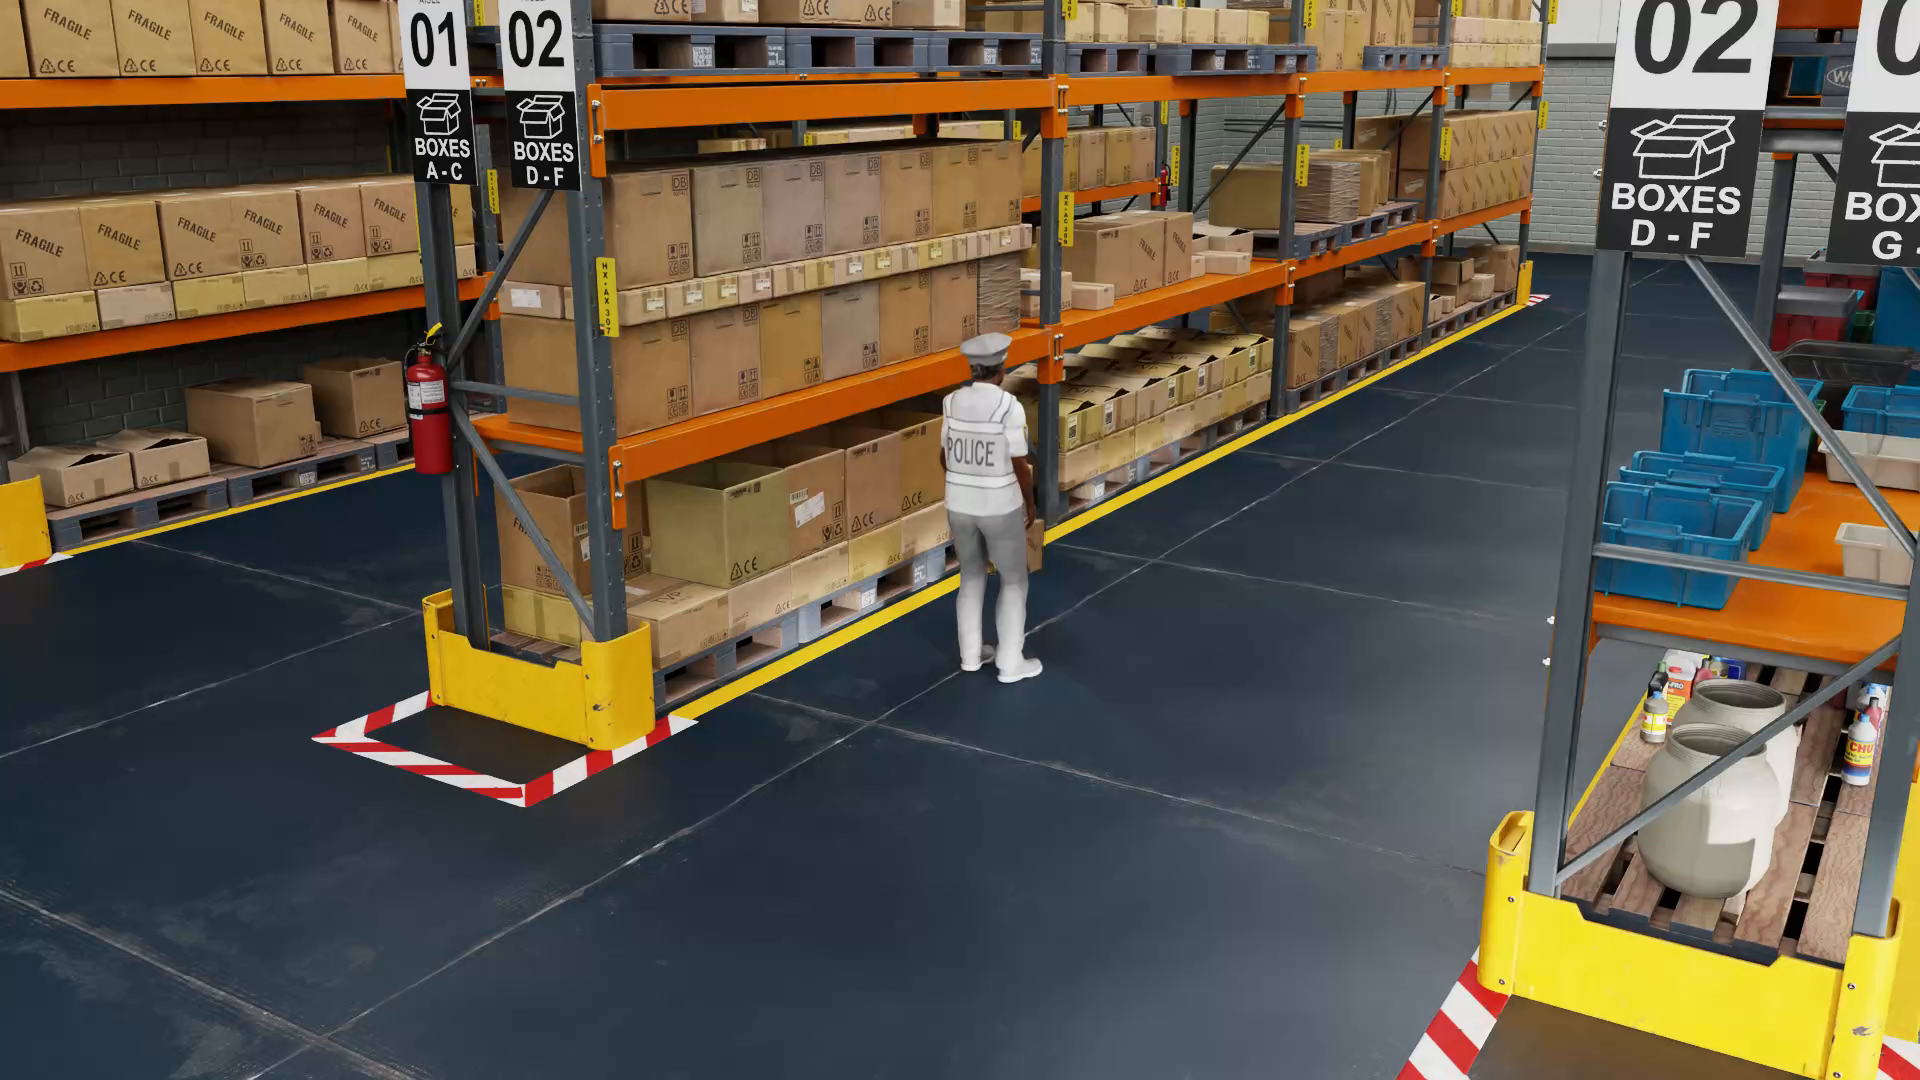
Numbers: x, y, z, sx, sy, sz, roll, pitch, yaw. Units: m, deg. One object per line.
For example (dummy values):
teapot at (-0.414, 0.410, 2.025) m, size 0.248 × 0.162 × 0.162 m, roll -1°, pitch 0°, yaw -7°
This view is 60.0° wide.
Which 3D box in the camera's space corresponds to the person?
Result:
person at (0.143, -0.145, 8.034) m, size 0.507 × 1.657 × 0.425 m, roll 9°, pitch 18°, yaw 27°
